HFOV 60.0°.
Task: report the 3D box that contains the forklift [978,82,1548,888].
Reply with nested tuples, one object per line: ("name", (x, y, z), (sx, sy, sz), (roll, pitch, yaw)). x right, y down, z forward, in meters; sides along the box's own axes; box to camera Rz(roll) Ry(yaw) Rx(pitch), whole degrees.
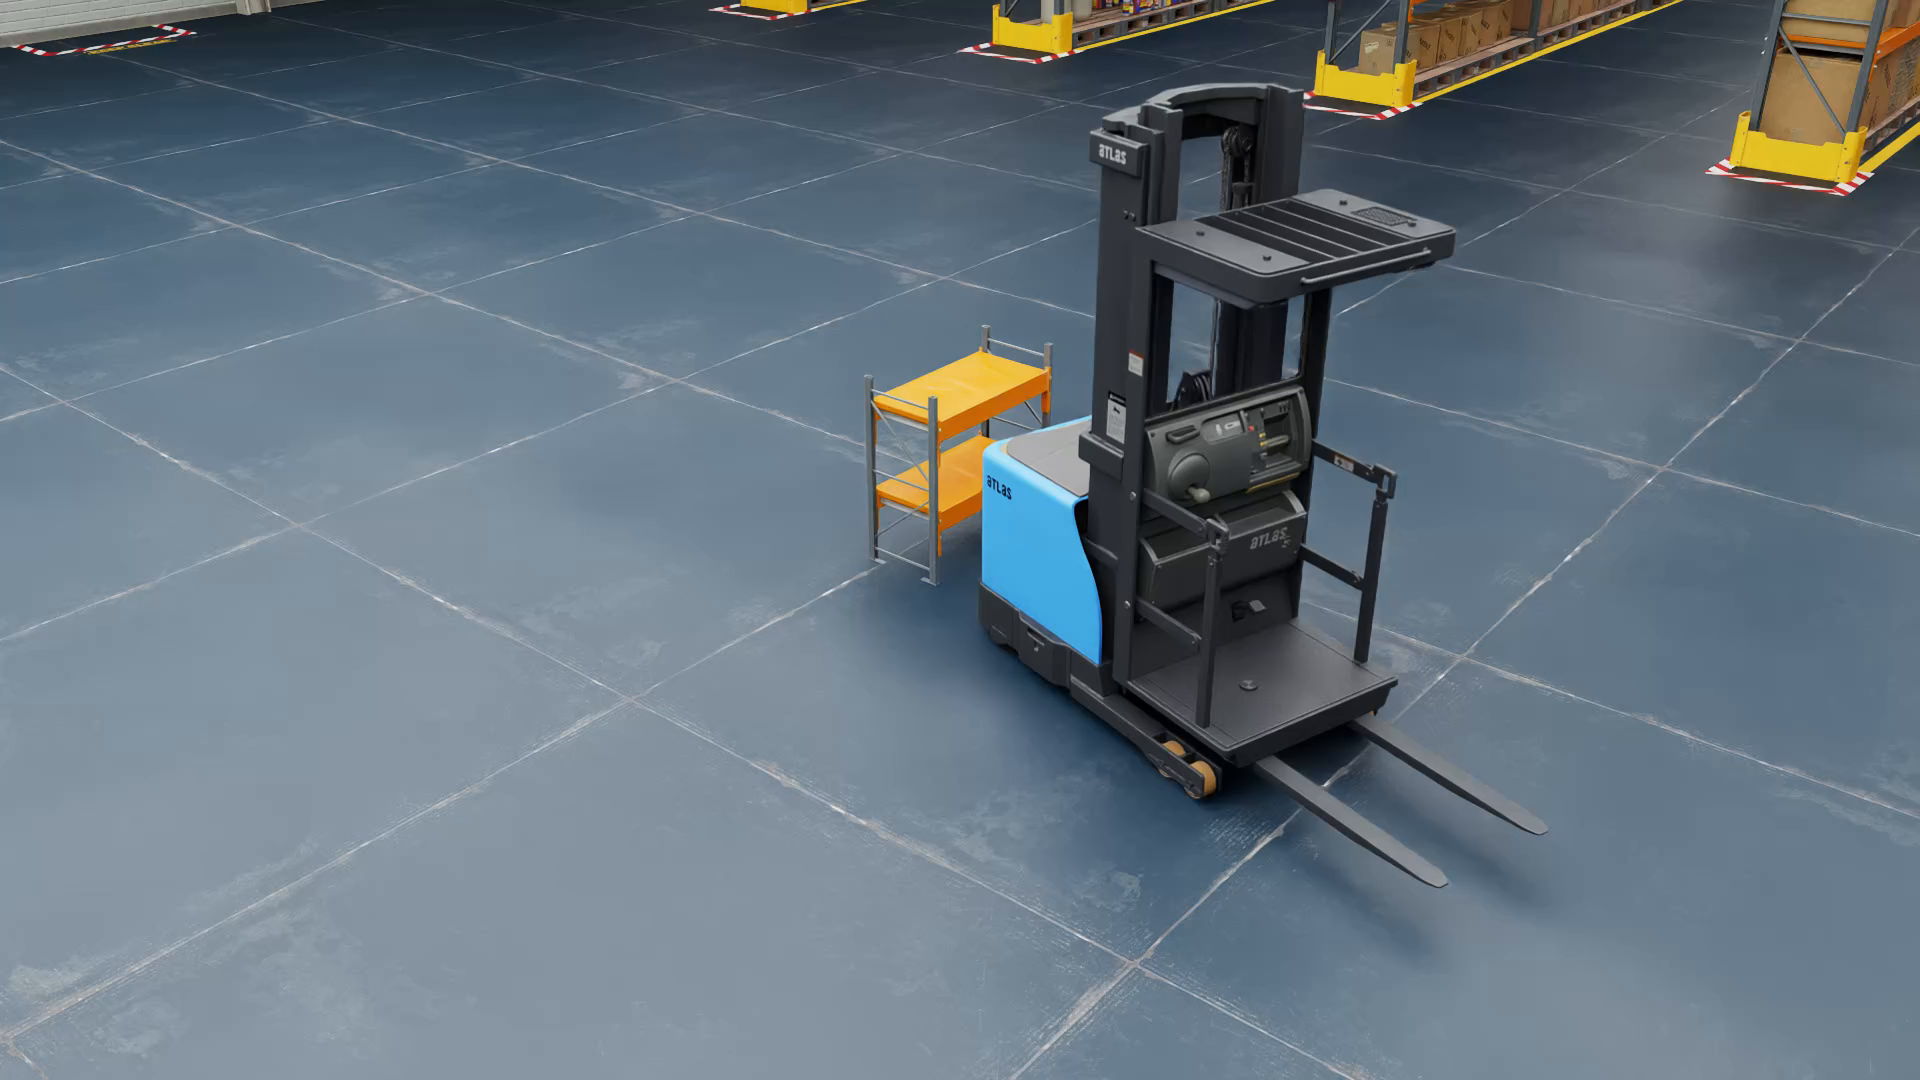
("forklift", (1.335, -0.387, 7.308), (1.130, 2.935, 3.031), (-17, 32, -30))

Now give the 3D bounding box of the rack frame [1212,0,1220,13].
("rack frame", (3.519, -9.490, 24.829), (1.000, 3.000, 0.127), (21, 34, 34))

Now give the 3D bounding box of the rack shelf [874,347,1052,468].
("rack shelf", (0.004, -0.762, 9.362), (0.538, 0.278, 1.000), (21, 34, 34))

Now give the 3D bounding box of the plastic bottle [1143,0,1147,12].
("plastic bottle", (2.650, -7.764, 23.984), (0.097, 0.271, 0.097), (0, 27, 0))

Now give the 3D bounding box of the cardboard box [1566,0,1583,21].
("cardboard box", (8.421, -7.701, 23.613), (0.700, 0.500, 0.500), (18, 32, 30))

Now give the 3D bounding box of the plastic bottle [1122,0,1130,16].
("plastic bottle", (2.368, -7.607, 23.680), (0.097, 0.271, 0.097), (0, 27, 0))

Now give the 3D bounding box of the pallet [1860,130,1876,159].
("pallet", (9.008, -4.206, 17.651), (1.003, 0.211, 1.213), (21, 34, 34))

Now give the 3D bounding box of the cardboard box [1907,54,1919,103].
("cardboard box", (10.650, -5.597, 19.160), (0.875, 0.875, 0.875), (21, 34, 35))

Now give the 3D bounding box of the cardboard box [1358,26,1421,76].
("cardboard box", (5.207, -5.917, 20.186), (0.500, 0.500, 0.500), (-21, 34, -35))

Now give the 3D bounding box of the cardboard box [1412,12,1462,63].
("cardboard box", (5.973, -6.355, 21.034), (0.500, 0.500, 0.500), (25, 36, 39))

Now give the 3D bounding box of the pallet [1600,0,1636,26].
("pallet", (9.387, -7.945, 24.879), (1.003, 0.211, 1.213), (21, 34, 34))

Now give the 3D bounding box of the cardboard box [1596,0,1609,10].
("cardboard box", (9.131, -8.102, 24.388), (0.700, 0.500, 0.500), (18, 32, 30))

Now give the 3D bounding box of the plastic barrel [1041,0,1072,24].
("plastic barrel", (1.334, -7.409, 23.057), (0.421, 0.512, 0.421), (0, 27, 0))

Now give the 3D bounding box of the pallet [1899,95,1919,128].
("pallet", (10.560, -5.071, 19.324), (1.003, 0.211, 1.213), (21, 34, 34))

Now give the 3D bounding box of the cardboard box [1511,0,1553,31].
("cardboard box", (7.748, -7.339, 22.913), (0.700, 0.500, 0.500), (18, 32, 31))

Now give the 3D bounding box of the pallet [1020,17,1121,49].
("pallet", (1.508, -7.160, 23.361), (1.003, 0.211, 1.213), (21, 34, 34))

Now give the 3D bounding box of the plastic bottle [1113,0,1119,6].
("plastic bottle", (2.298, -7.974, 24.466), (0.097, 0.201, 0.097), (0, 27, 0))

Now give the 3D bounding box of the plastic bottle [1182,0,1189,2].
("plastic bottle", (3.332, -8.196, 24.733), (0.144, 0.351, 0.185), (20, 33, 33))

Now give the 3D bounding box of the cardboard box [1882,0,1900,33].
("cardboard box", (9.094, -5.551, 17.053), (0.875, 0.550, 0.550), (21, 34, 34))

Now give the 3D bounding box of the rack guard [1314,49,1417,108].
("rack guard", (4.845, -5.541, 19.916), (1.175, 0.500, 0.348), (21, 34, 34))

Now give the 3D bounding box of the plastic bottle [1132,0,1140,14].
("plastic bottle", (2.526, -7.687, 23.822), (0.061, 0.283, 0.133), (21, 34, 35))

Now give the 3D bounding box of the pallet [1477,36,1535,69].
("pallet", (6.941, -6.555, 22.192), (1.003, 0.211, 1.213), (21, 34, 34))

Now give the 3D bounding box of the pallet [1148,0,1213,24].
("pallet", (3.060, -8.025, 25.033), (1.003, 0.211, 1.213), (21, 34, 34))

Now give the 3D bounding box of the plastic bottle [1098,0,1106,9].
("plastic bottle", (2.069, -7.890, 24.215), (0.061, 0.283, 0.133), (21, 34, 34))

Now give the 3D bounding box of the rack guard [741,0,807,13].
("rack guard", (-2.860, -8.402, 25.447), (1.175, 0.500, 0.348), (21, 34, 34))

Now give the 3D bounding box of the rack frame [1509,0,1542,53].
("rack frame", (7.341, -8.042, 22.031), (1.000, 3.000, 0.127), (21, 34, 34))

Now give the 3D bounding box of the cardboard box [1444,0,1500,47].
("cardboard box", (6.697, -6.783, 21.861), (0.500, 0.500, 0.500), (-16, 31, -28))

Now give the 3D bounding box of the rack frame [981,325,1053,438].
("rack frame", (0.328, -0.682, 9.845), (0.500, 1.125, 0.032), (21, 34, 34))

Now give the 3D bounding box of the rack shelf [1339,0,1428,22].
("rack shelf", (6.069, -7.014, 20.826), (1.077, 0.370, 4.000), (21, 34, 34))

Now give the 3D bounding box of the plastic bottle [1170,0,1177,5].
("plastic bottle", (3.138, -8.028, 24.481), (0.061, 0.283, 0.133), (23, 35, 38))

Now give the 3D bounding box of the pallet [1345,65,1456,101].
("pallet", (5.389, -5.690, 20.519), (1.003, 0.211, 1.213), (21, 34, 34))

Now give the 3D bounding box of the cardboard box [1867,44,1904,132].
("cardboard box", (9.498, -4.954, 17.916), (0.875, 0.875, 0.875), (20, 34, 34))

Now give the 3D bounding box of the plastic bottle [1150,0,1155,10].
("plastic bottle", (2.779, -7.836, 24.123), (0.097, 0.271, 0.097), (0, 27, 0))

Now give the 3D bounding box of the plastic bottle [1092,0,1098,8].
("plastic bottle", (1.986, -7.918, 24.276), (0.152, 0.276, 0.135), (21, 34, 35))

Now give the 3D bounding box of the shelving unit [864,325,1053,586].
("shelving unit", (0.004, -0.502, 9.496), (0.538, 1.125, 1.048), (21, 34, 34))

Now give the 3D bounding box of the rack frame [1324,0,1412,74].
("rack frame", (4.797, -6.624, 19.290), (1.000, 3.000, 0.127), (21, 34, 34))

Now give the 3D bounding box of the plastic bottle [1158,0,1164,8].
("plastic bottle", (2.898, -7.924, 24.288), (0.152, 0.276, 0.135), (21, 34, 35))
